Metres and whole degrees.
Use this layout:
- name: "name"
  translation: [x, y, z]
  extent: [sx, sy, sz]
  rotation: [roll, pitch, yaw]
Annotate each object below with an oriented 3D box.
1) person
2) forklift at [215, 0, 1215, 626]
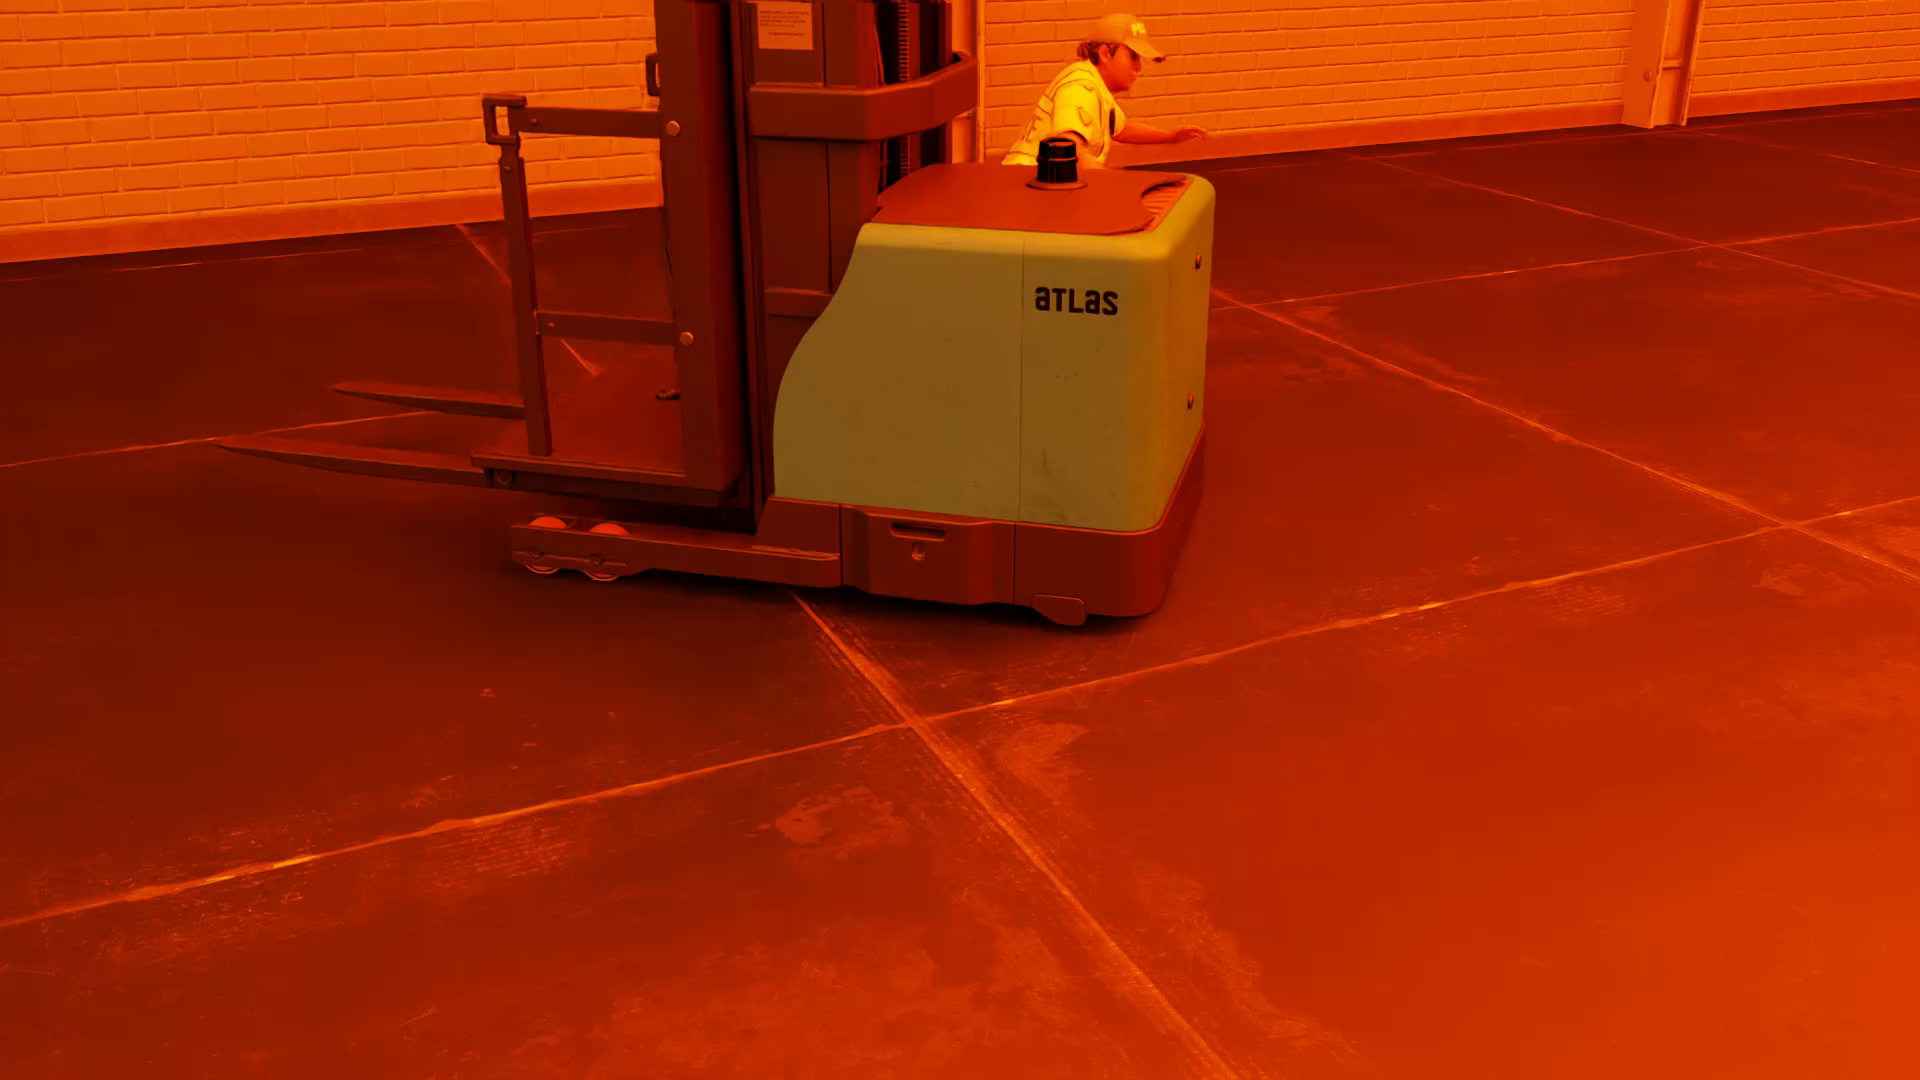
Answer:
- name: "person"
  translation: [0.516, -1.144, 6.028]
  extent: [0.867, 1.443, 0.913]
  rotation: [-5, 23, -12]
- name: "forklift"
  translation: [-0.810, -1.421, 4.706]
  extent: [3.031, 2.935, 1.130]
  rotation: [6, 23, 14]
